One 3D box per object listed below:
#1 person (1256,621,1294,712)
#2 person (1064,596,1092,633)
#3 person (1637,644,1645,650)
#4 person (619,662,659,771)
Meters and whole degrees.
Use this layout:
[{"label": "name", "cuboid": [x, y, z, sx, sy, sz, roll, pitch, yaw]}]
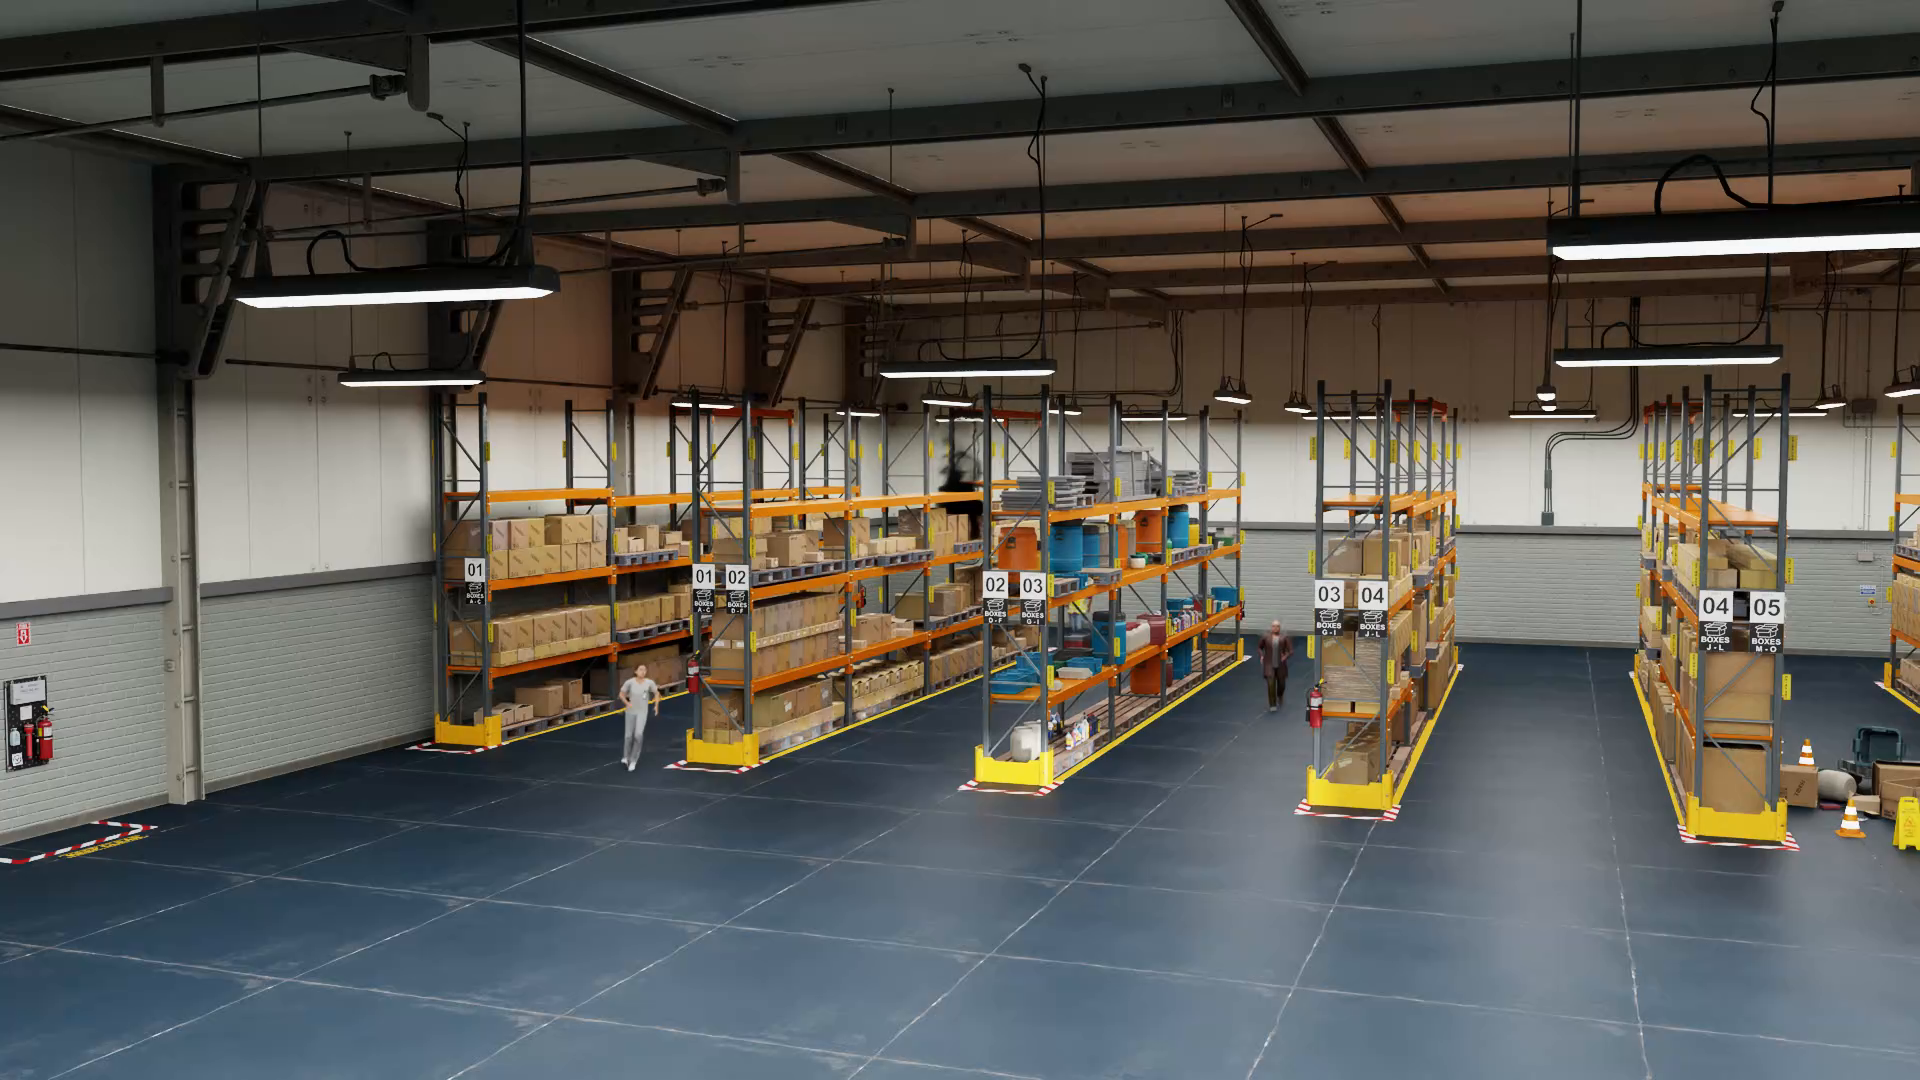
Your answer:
[{"label": "person", "cuboid": [6.069, 2.425, 32.081, 0.715, 1.733, 0.813, 1, 3, 11]}, {"label": "person", "cuboid": [2.725, 1.773, 39.315, 0.704, 1.830, 0.687, 1, 3, 18]}, {"label": "person", "cuboid": [15.665, 2.129, 37.703, 0.552, 1.725, 0.675, 0, 3, 3]}, {"label": "person", "cuboid": [-5.080, 2.775, 26.331, 0.626, 1.696, 0.660, 0, 3, -9]}]
